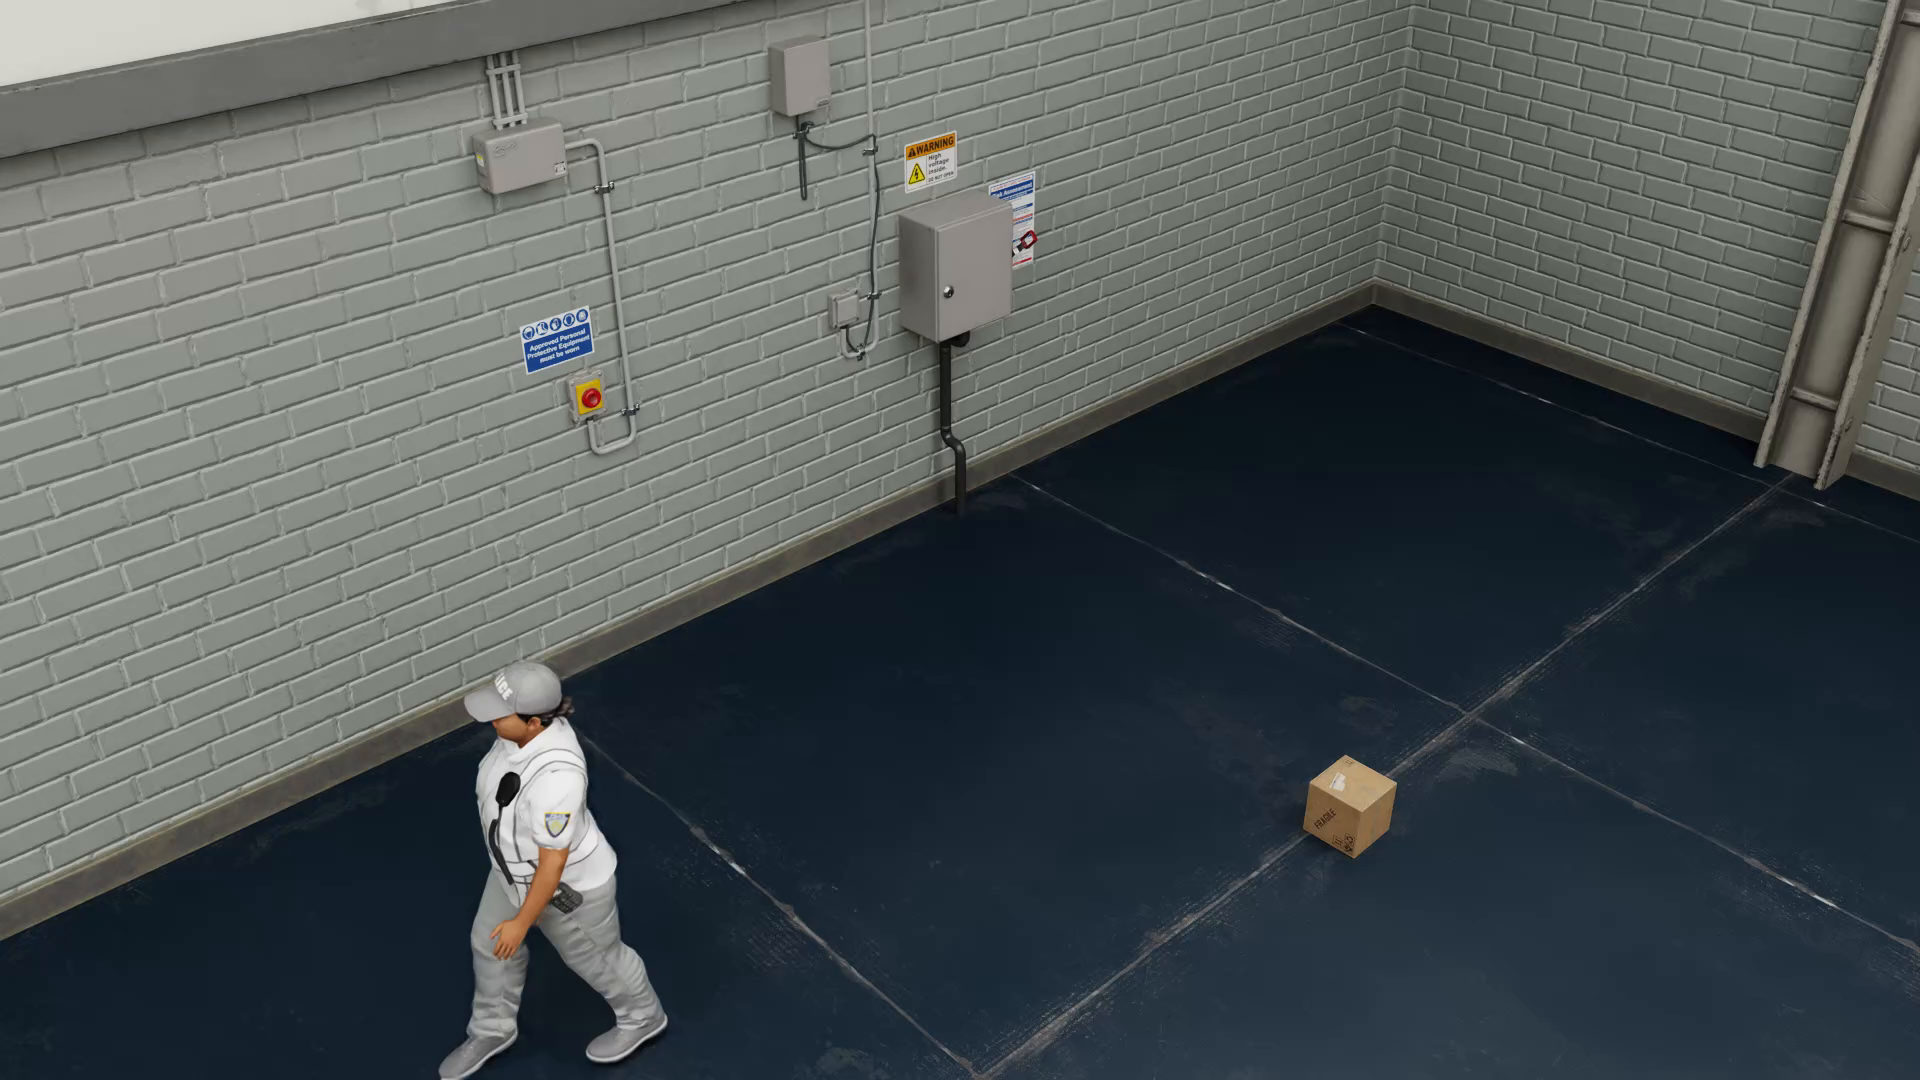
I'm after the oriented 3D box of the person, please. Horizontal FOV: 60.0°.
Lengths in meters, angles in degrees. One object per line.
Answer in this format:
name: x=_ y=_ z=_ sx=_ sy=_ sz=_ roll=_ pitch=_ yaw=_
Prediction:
person: x=-1.393 y=1.119 z=5.344 sx=0.757 sy=1.683 sz=0.489 roll=-17 pitch=36 yaw=-25
